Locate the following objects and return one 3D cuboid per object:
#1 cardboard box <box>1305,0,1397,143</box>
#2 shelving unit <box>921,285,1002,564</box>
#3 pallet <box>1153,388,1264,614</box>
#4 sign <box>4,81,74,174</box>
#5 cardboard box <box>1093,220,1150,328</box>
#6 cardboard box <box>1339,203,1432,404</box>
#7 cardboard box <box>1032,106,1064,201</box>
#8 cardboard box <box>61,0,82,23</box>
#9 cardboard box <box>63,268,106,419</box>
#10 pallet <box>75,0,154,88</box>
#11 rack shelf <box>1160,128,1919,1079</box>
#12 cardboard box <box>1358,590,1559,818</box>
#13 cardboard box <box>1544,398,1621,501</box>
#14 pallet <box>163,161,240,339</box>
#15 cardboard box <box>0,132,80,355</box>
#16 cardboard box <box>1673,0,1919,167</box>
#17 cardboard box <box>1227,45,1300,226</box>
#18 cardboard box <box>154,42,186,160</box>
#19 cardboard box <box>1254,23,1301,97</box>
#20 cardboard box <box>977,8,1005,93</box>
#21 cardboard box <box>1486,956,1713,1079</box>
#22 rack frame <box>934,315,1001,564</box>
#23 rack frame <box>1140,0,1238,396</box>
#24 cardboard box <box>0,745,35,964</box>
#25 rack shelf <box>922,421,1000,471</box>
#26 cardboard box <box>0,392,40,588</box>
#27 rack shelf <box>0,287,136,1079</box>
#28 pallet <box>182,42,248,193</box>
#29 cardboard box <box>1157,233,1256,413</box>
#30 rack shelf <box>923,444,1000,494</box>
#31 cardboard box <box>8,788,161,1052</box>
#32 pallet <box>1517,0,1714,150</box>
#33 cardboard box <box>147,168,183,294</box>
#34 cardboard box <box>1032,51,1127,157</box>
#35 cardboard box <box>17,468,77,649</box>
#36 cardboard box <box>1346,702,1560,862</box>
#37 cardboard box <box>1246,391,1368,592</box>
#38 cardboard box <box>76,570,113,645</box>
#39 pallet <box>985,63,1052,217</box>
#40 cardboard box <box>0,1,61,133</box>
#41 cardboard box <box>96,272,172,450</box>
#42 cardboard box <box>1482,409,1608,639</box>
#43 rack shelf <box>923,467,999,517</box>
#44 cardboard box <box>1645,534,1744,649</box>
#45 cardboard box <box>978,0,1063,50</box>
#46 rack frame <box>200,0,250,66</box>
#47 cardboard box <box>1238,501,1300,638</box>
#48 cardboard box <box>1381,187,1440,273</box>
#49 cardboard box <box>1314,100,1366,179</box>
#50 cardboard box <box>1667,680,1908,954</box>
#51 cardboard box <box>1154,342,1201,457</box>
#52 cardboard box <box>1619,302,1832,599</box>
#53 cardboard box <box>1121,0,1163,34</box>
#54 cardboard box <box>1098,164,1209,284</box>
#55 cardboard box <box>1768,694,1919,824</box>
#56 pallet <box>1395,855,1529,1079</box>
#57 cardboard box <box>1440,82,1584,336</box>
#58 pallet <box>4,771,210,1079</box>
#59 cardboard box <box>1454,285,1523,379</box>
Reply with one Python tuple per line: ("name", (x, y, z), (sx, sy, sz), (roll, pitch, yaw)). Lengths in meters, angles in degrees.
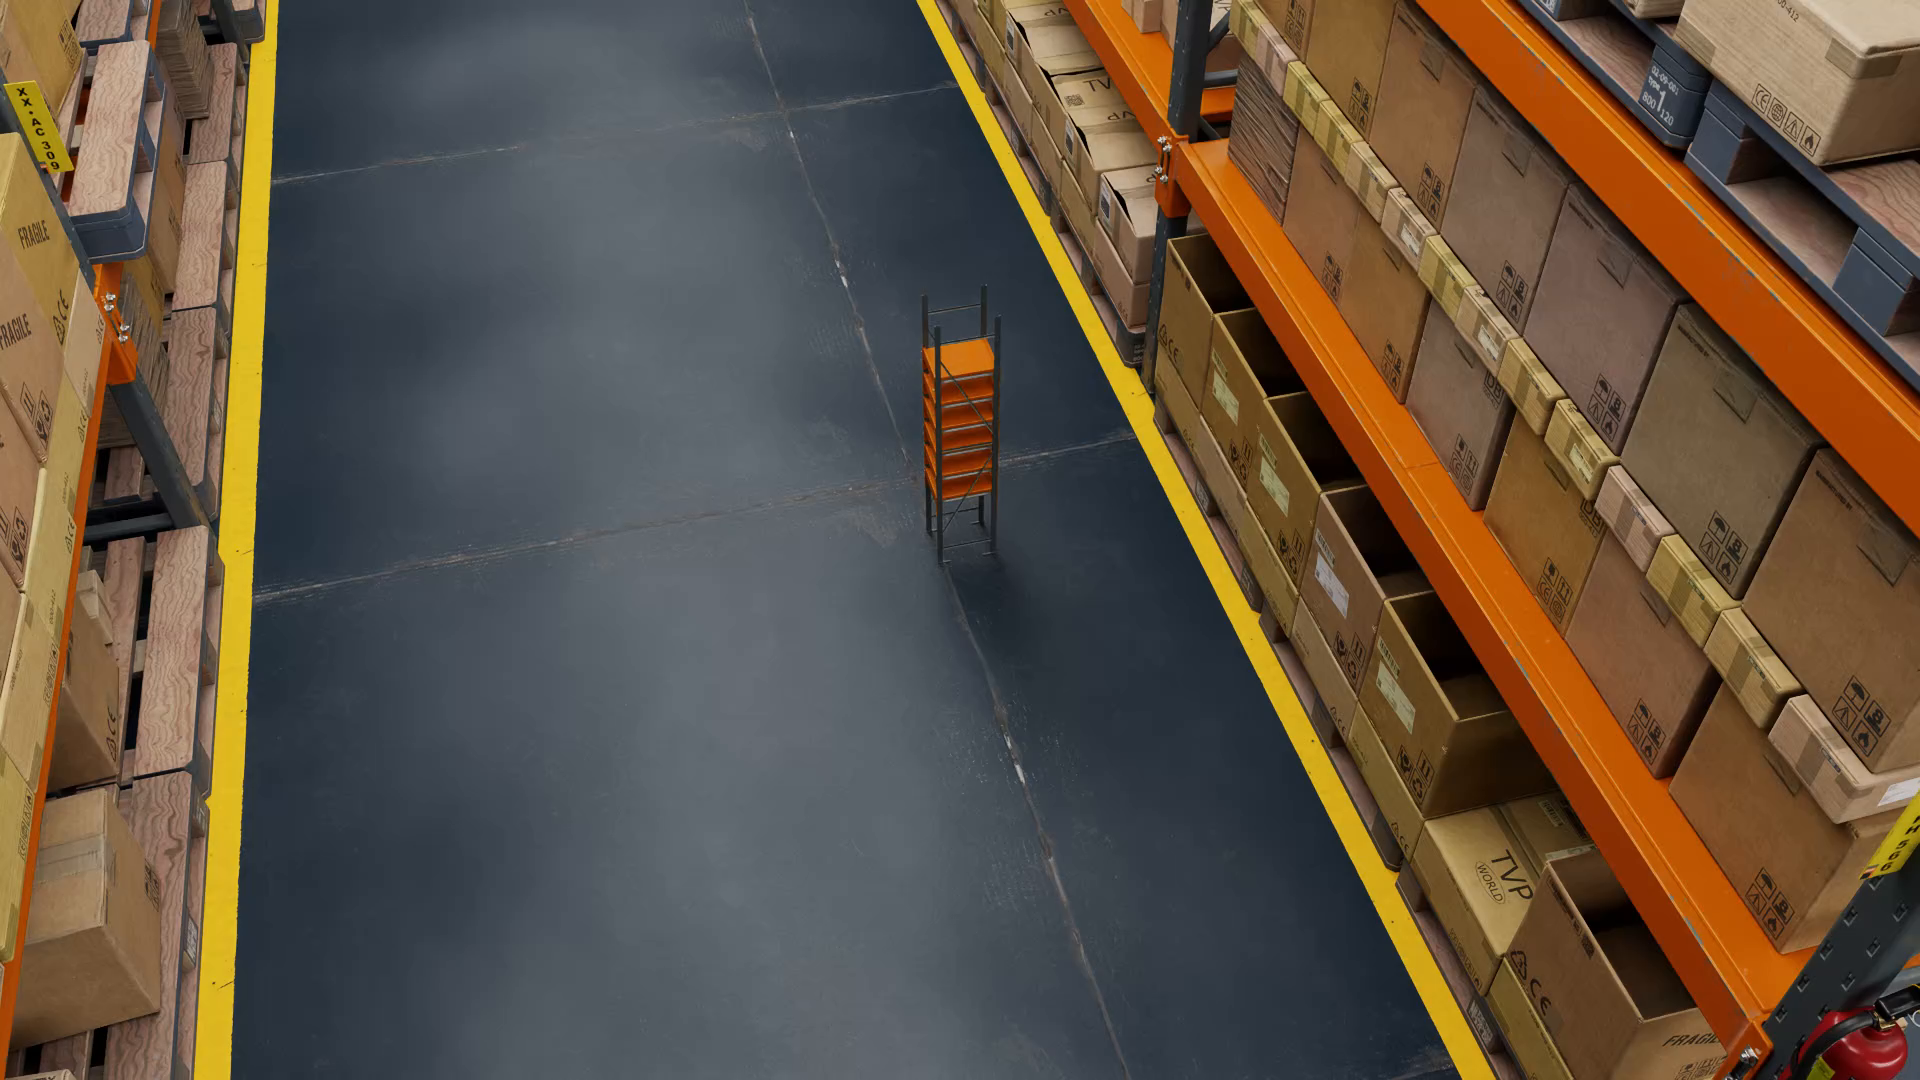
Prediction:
("cardboard box", (1.558, -1.657, 5.296), (0.700, 0.500, 0.500), (-11, 47, -10))
("shelving unit", (0.004, -0.410, 6.312), (0.258, 1.200, 0.189), (-11, 47, -10))
("pallet", (1.470, -0.289, 6.886), (1.003, 0.211, 1.213), (-11, 47, -10))
("sign", (-2.958, -1.321, 5.339), (0.100, 0.325, 0.005), (-11, 47, -10))
("cardboard box", (0.921, -1.240, 7.496), (0.500, 0.250, 0.500), (-11, 47, -11))
("cardboard box", (1.693, -0.842, 5.405), (0.700, 0.500, 0.500), (-10, 46, -10))
("cardboard box", (0.662, -1.943, 8.185), (0.500, 0.250, 0.500), (-10, 46, -9))
("cardboard box", (-3.913, -2.296, 6.522), (0.700, 0.500, 0.500), (-5, 46, -5))
("cardboard box", (-3.066, -0.597, 5.326), (0.500, 0.250, 0.500), (-11, 47, -10))
("pallet", (-3.958, -2.249, 6.988), (1.003, 0.211, 1.213), (-11, 47, -10))
("rack shelf", (1.819, -0.189, 5.339), (1.077, 0.370, 4.000), (-11, 47, -10))
("cardboard box", (1.636, 0.489, 5.277), (0.500, 0.500, 0.500), (-11, 47, -10))
("cardboard box", (1.785, -0.264, 4.384), (0.380, 0.149, 0.250), (-9, 46, -9))
("pallet", (-3.997, -1.319, 7.895), (1.003, 0.211, 1.213), (-11, 47, -10))
("cardboard box", (-3.060, -0.861, 5.059), (0.500, 0.500, 0.500), (-11, 47, -10))
("cardboard box", (1.782, -1.001, 3.243), (0.500, 0.250, 0.500), (-11, 47, -10))
("cardboard box", (1.427, -1.552, 6.101), (0.700, 0.500, 0.500), (-12, 47, -11))
("cardboard box", (-4.250, -2.090, 8.140), (0.700, 0.500, 0.500), (-11, 47, -10))
("cardboard box", (1.253, -1.690, 5.782), (0.380, 0.149, 0.250), (-10, 46, -10))
("cardboard box", (0.402, -2.648, 8.876), (0.500, 0.250, 0.500), (-12, 47, -11))
("cardboard box", (1.908, 1.439, 4.871), (0.500, 0.250, 0.500), (-11, 47, -10))
("rack frame", (0.027, -0.347, 6.250), (0.240, 1.200, 0.006), (-11, 47, -10))
("rack frame", (1.307, -1.822, 6.435), (1.000, 3.000, 0.127), (-11, 47, -10))
("cardboard box", (-2.546, 0.790, 3.967), (0.500, 0.250, 0.500), (-11, 47, -11))
("rack shelf", (0.004, -0.379, 6.343), (0.258, 0.103, 0.180), (-11, 47, -10))
("cardboard box", (-2.809, -0.168, 4.380), (0.500, 0.500, 0.500), (-12, 47, -11))
("rack shelf", (-2.968, 0.719, 4.449), (1.077, 0.370, 4.000), (-11, 47, -10))
("pallet", (-4.306, -2.160, 8.719), (1.003, 0.211, 1.213), (-11, 47, -10))
("cardboard box", (1.123, -0.892, 6.630), (0.500, 0.500, 0.500), (-11, 47, -10))
("rack shelf", (0.004, -0.295, 6.429), (0.258, 0.103, 0.180), (-11, 47, -10))
("cardboard box", (-2.832, 1.165, 4.950), (0.700, 0.500, 0.500), (-13, 47, -13))
("pallet", (1.859, -1.416, 3.999), (1.003, 0.211, 1.213), (-11, 47, -10))
("cardboard box", (-3.957, -1.405, 7.469), (0.700, 0.500, 0.500), (-10, 46, -10))
("cardboard box", (0.662, -2.133, 7.979), (0.500, 0.311, 0.500), (-11, 47, -10))
("cardboard box", (-2.803, 0.093, 4.649), (0.500, 0.250, 0.500), (-11, 47, -11))
("cardboard box", (1.639, 0.751, 5.545), (0.500, 0.250, 0.500), (-11, 47, -10))
("cardboard box", (1.379, -0.201, 5.953), (0.500, 0.500, 0.500), (-11, 47, -10))
("cardboard box", (-3.314, 0.288, 6.043), (0.380, 0.166, 0.250), (-16, 48, -15))
("pallet", (0.765, -2.192, 8.750), (1.003, 0.211, 1.213), (-11, 47, -10))
("cardboard box", (-3.578, -1.460, 5.703), (0.700, 0.500, 0.500), (-11, 47, -10))
("cardboard box", (-3.685, -0.698, 6.776), (0.700, 0.500, 0.500), (-9, 46, -9))
("cardboard box", (1.963, -0.126, 4.703), (0.700, 0.500, 0.500), (-10, 46, -10))
("rack shelf", (0.004, -0.211, 6.515), (0.258, 0.103, 0.180), (-11, 47, -10))
("cardboard box", (1.915, 0.092, 4.036), (0.380, 0.149, 0.250), (-11, 47, -11))
("cardboard box", (0.404, -2.836, 8.667), (0.500, 0.311, 0.500), (-12, 47, -11))
("rack frame", (-4.504, -3.675, 8.252), (1.000, 3.000, 0.127), (-11, 47, -10))
("cardboard box", (1.379, 0.061, 6.221), (0.500, 0.250, 0.500), (-11, 47, -10))
("cardboard box", (1.523, -0.974, 5.080), (0.380, 0.149, 0.250), (-12, 47, -11))
("cardboard box", (1.389, -1.331, 5.430), (0.380, 0.149, 0.250), (-11, 47, -11))
("cardboard box", (2.224, 0.580, 4.011), (0.700, 0.500, 0.500), (-11, 47, -10))
("cardboard box", (1.133, -0.631, 6.899), (0.500, 0.250, 0.500), (-11, 47, -10))
("cardboard box", (2.071, -0.273, 3.939), (0.700, 0.500, 0.500), (-12, 47, -11))
("cardboard box", (0.905, -2.349, 7.045), (0.396, 0.266, 0.258), (-12, 47, -11))
("cardboard box", (0.926, -1.430, 7.290), (0.500, 0.311, 0.500), (-11, 47, -10))
("cardboard box", (2.049, 0.449, 3.686), (0.380, 0.149, 0.250), (-11, 47, -11))
("pallet", (2.095, 1.395, 5.235), (1.003, 0.211, 1.213), (-11, 47, -10))
("cardboard box", (1.812, -0.967, 4.619), (0.700, 0.500, 0.500), (-11, 47, -10))
("pallet", (-2.958, 1.363, 5.266), (1.003, 0.211, 1.213), (-11, 47, -10))
("cardboard box", (1.650, -0.622, 4.735), (0.380, 0.149, 0.250), (-11, 47, -11))
